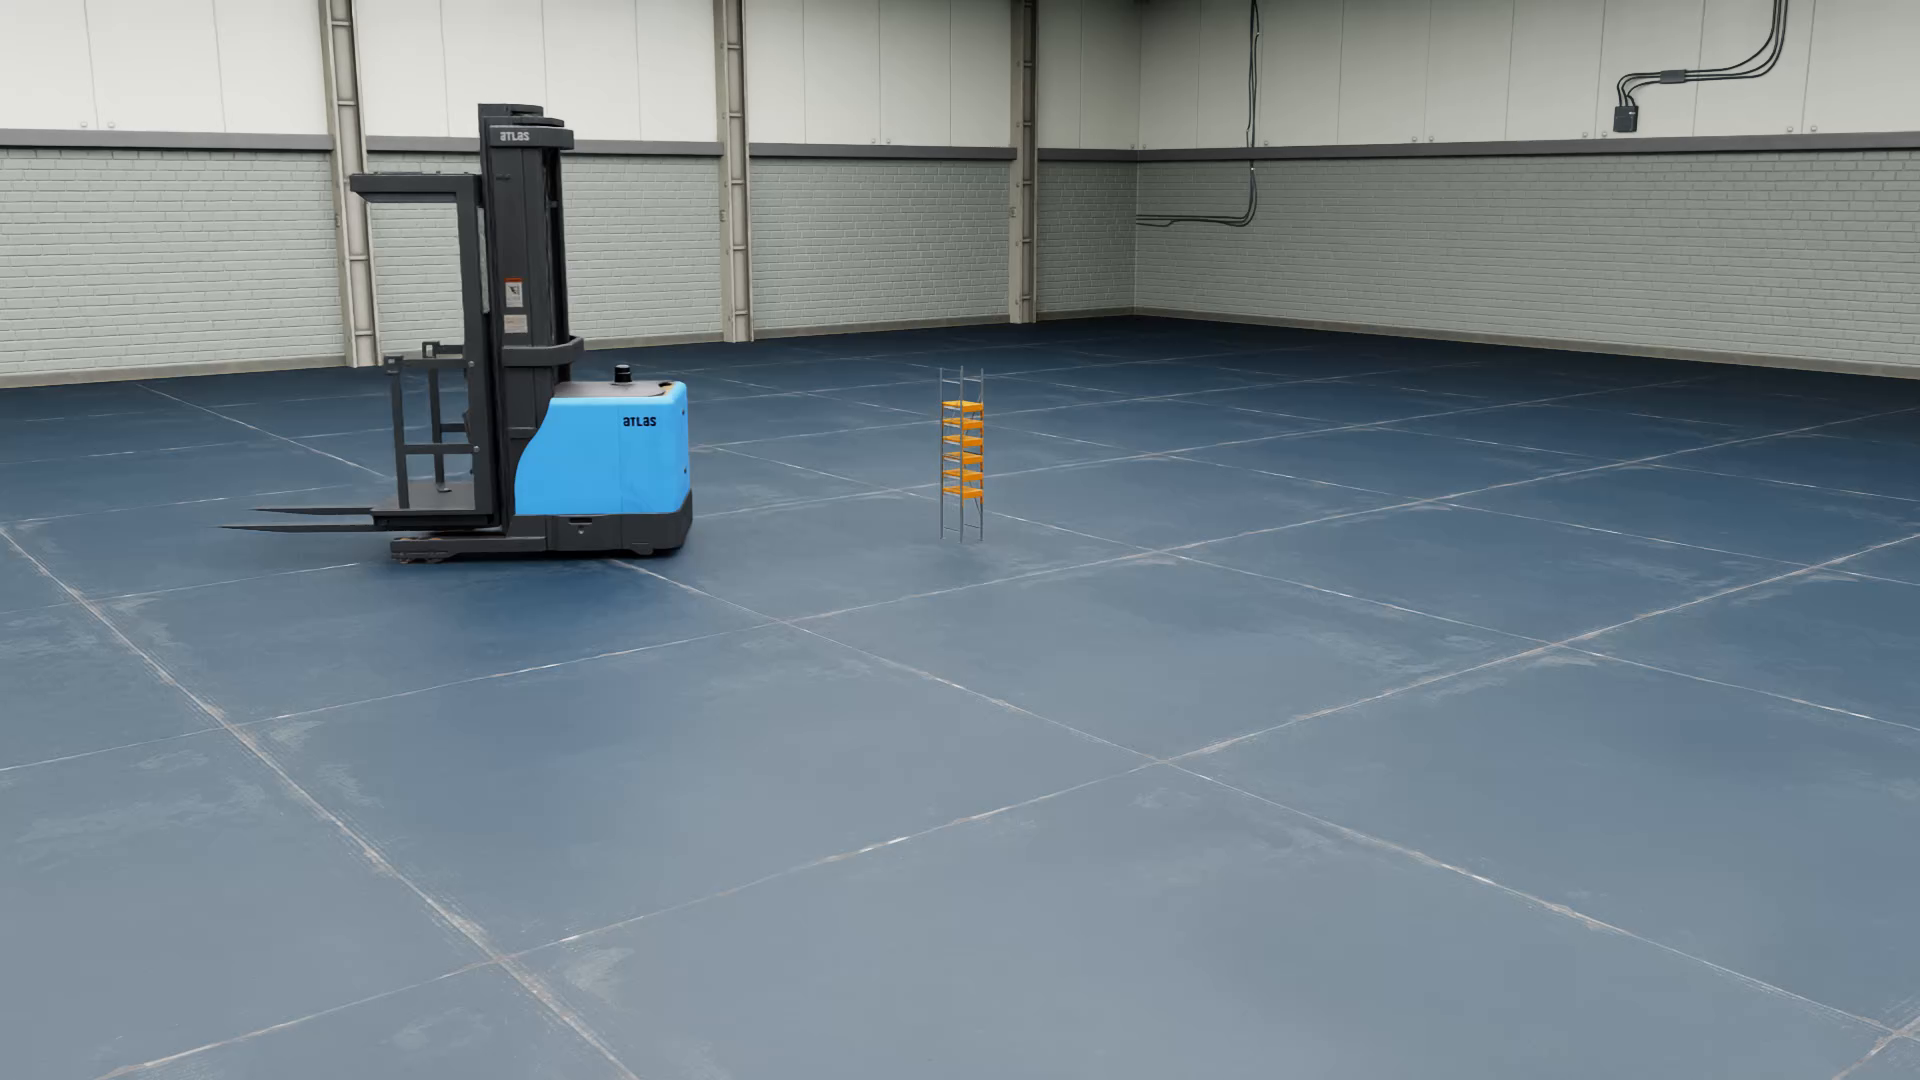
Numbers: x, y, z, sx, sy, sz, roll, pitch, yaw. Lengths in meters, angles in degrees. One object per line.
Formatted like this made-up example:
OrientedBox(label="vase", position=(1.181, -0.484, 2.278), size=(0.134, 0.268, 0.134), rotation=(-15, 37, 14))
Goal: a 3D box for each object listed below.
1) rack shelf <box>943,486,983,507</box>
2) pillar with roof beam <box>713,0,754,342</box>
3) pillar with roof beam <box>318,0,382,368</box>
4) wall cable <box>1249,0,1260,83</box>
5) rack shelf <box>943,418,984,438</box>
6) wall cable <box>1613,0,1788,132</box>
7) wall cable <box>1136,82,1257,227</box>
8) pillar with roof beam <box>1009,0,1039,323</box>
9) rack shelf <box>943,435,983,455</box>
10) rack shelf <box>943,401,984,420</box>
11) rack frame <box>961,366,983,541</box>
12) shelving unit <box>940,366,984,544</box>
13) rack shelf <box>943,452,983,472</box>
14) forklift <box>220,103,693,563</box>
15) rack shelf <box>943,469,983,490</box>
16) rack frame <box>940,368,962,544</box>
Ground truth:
OrientedBox(label="rack shelf", position=(0.011, -0.311, 11.572), size=(0.180, 0.103, 0.258), rotation=(-9, 15, -38))
OrientedBox(label="pillar with roof beam", position=(-0.858, -6.890, 22.411), size=(0.400, 9.000, 9.100), rotation=(-9, 15, -38))
OrientedBox(label="pillar with roof beam", position=(-5.543, -6.111, 18.744), size=(0.400, 9.000, 9.100), rotation=(-9, 15, -38))
OrientedBox(label="wall cable", position=(5.954, -9.047, 27.887), size=(0.112, 2.526, 3.097), rotation=(-9, 15, -38))
OrientedBox(label="rack shelf", position=(0.011, -0.780, 11.472), size=(0.180, 0.103, 0.258), rotation=(-9, 15, -38))
OrientedBox(label="wall cable", position=(10.182, -8.656, 22.541), size=(0.169, 6.003, 2.305), rotation=(-9, 15, -38))
OrientedBox(label="wall cable", position=(4.264, -7.015, 30.478), size=(0.112, 2.526, 3.097), rotation=(-9, 15, -38))
OrientedBox(label="pillar with roof beam", position=(3.827, -7.668, 26.077), size=(0.400, 9.000, 9.100), rotation=(-9, 15, -38))
OrientedBox(label="rack shelf", position=(0.011, -0.663, 11.497), size=(0.180, 0.103, 0.258), rotation=(-9, 15, -38))
OrientedBox(label="rack shelf", position=(0.011, -0.897, 11.447), size=(0.180, 0.103, 0.258), rotation=(-9, 15, -38))
OrientedBox(label="rack frame", position=(0.083, -0.601, 11.569), size=(0.006, 1.200, 0.240), rotation=(-9, 15, -38))
OrientedBox(label="shelving unit", position=(0.011, -0.589, 11.513), size=(0.189, 1.200, 0.258), rotation=(-9, 15, -38))
OrientedBox(label="rack shelf", position=(0.011, -0.545, 11.522), size=(0.180, 0.103, 0.258), rotation=(-9, 15, -38))
OrientedBox(label="forklift", position=(-3.400, -1.394, 11.139), size=(3.031, 2.935, 1.130), rotation=(-1, 12, -4))
OrientedBox(label="rack shelf", position=(0.011, -0.428, 11.547), size=(0.180, 0.103, 0.258), rotation=(-9, 15, -38))
OrientedBox(label="rack frame", position=(-0.060, -0.577, 11.457), size=(0.006, 1.200, 0.240), rotation=(-9, 15, -38))
